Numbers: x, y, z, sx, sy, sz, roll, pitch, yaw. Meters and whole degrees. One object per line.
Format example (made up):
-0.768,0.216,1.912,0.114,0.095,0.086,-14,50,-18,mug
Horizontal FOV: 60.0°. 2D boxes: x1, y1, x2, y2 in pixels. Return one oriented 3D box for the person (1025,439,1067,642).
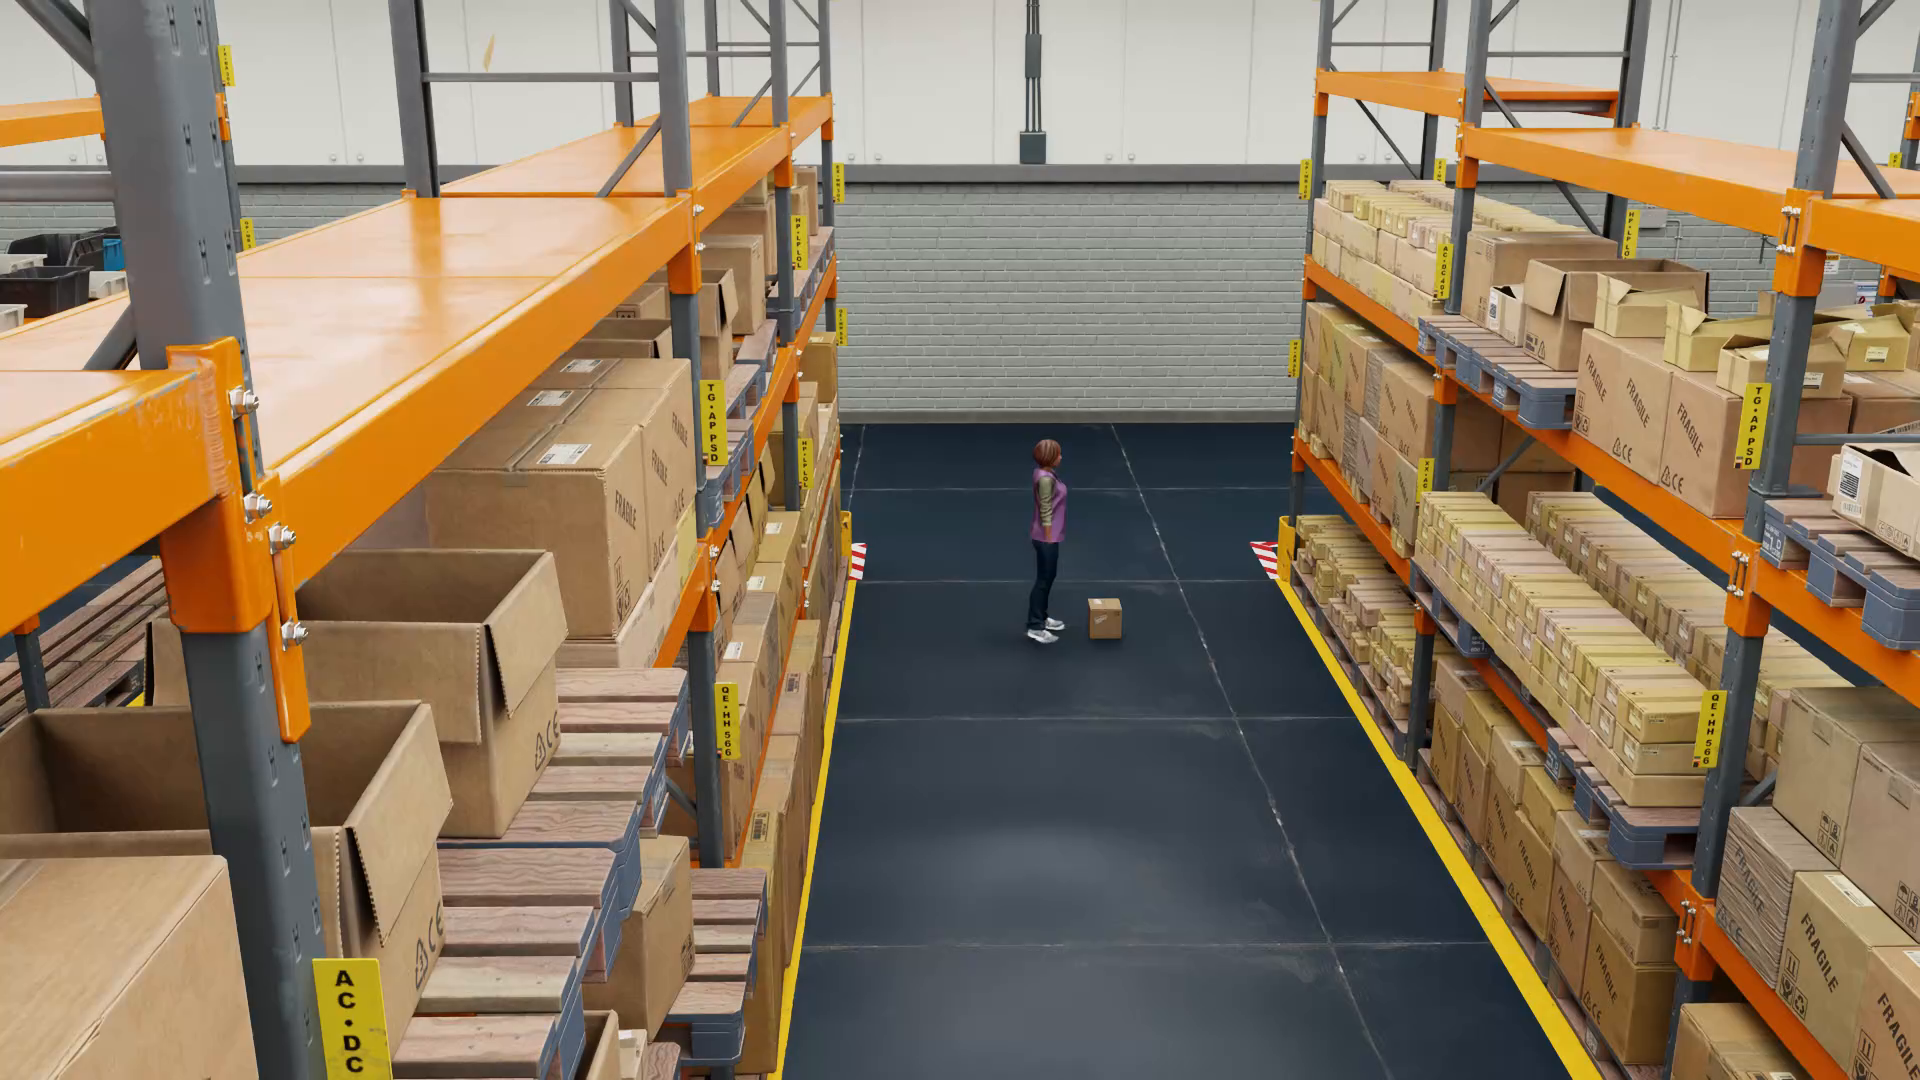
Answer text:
0.683,-0.005,13.122,0.322,1.624,0.423,0,17,0,person
